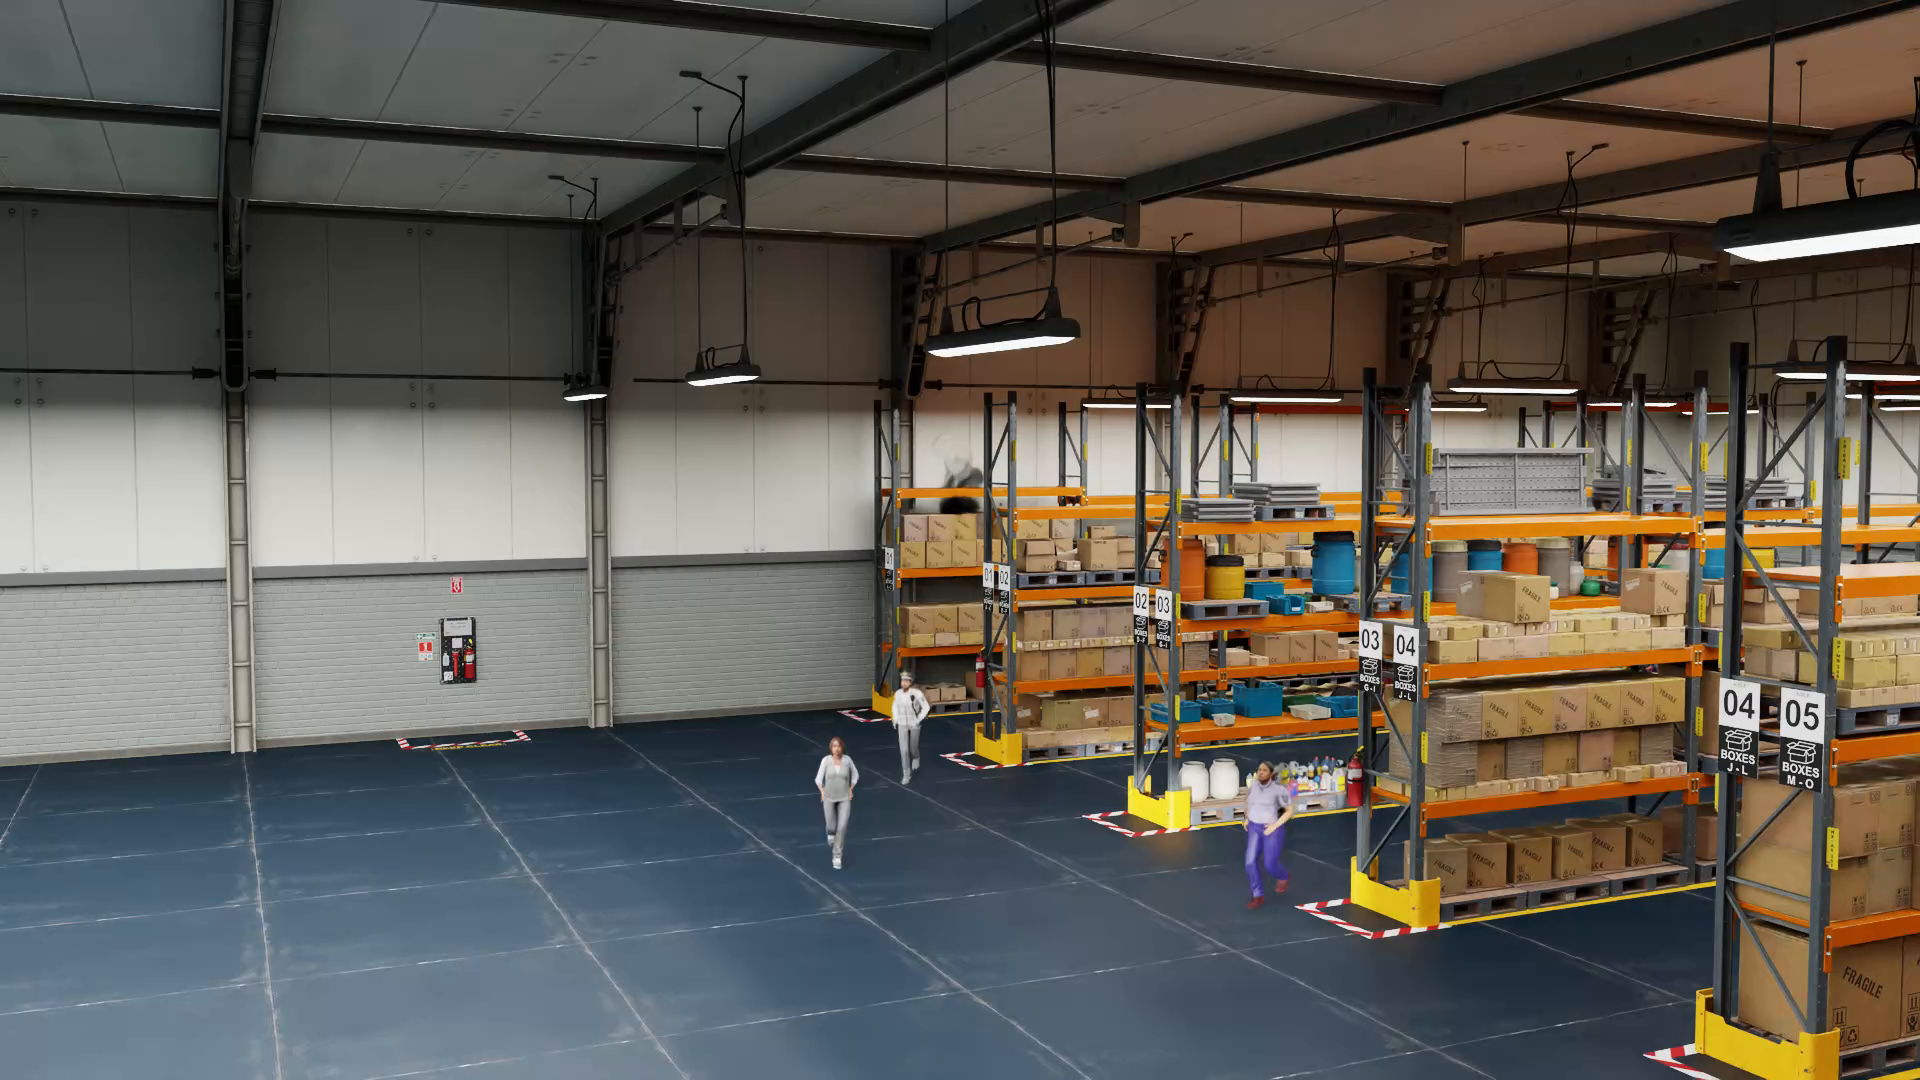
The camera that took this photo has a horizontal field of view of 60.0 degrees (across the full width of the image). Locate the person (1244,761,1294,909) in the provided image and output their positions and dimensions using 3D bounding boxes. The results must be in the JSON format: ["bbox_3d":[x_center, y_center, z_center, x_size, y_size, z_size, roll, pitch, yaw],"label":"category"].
[{"bbox_3d":[3.464,3.280,18.666,0.628,1.635,0.740,3,4,40],"label":"person"}]

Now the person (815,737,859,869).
[{"bbox_3d":[-1.511,3.202,20.486,0.536,1.575,0.664,0,3,-7],"label":"person"}]

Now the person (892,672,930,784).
[{"bbox_3d":[-0.754,2.851,25.526,0.617,1.710,0.723,1,3,13],"label":"person"}]
